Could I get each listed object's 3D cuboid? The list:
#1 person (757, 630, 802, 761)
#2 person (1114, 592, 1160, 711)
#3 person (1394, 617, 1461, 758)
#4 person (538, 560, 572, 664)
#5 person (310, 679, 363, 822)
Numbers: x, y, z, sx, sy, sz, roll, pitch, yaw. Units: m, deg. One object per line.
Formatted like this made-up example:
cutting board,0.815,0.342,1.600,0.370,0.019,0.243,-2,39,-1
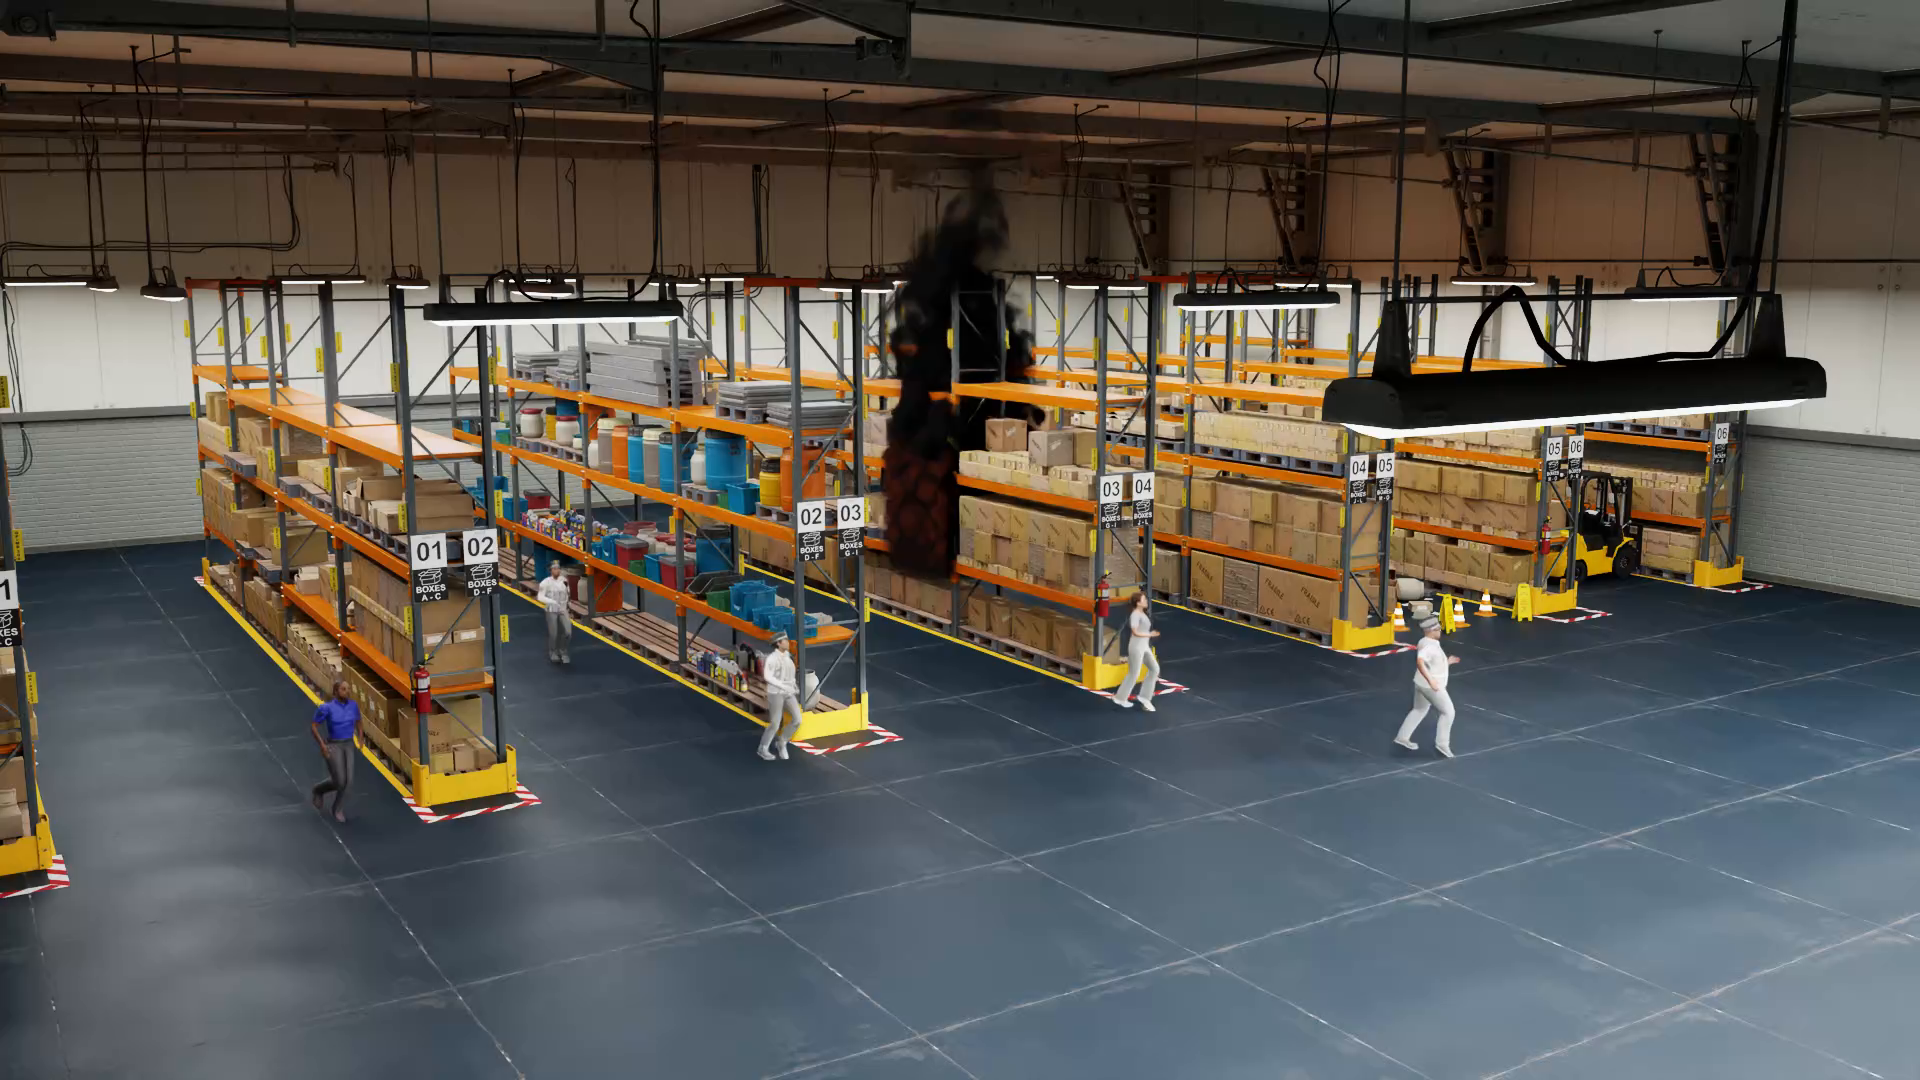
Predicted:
person,-2.263,1.978,21.275,0.579,1.670,0.686,6,11,30
person,2.534,1.582,23.617,0.645,1.706,0.580,3,10,20
person,6.035,1.907,21.386,0.800,1.854,0.638,-1,10,-6
person,-6.351,1.141,26.209,0.603,1.697,0.665,-6,11,-32
person,-7.103,2.396,19.080,0.551,1.630,0.580,7,12,35
